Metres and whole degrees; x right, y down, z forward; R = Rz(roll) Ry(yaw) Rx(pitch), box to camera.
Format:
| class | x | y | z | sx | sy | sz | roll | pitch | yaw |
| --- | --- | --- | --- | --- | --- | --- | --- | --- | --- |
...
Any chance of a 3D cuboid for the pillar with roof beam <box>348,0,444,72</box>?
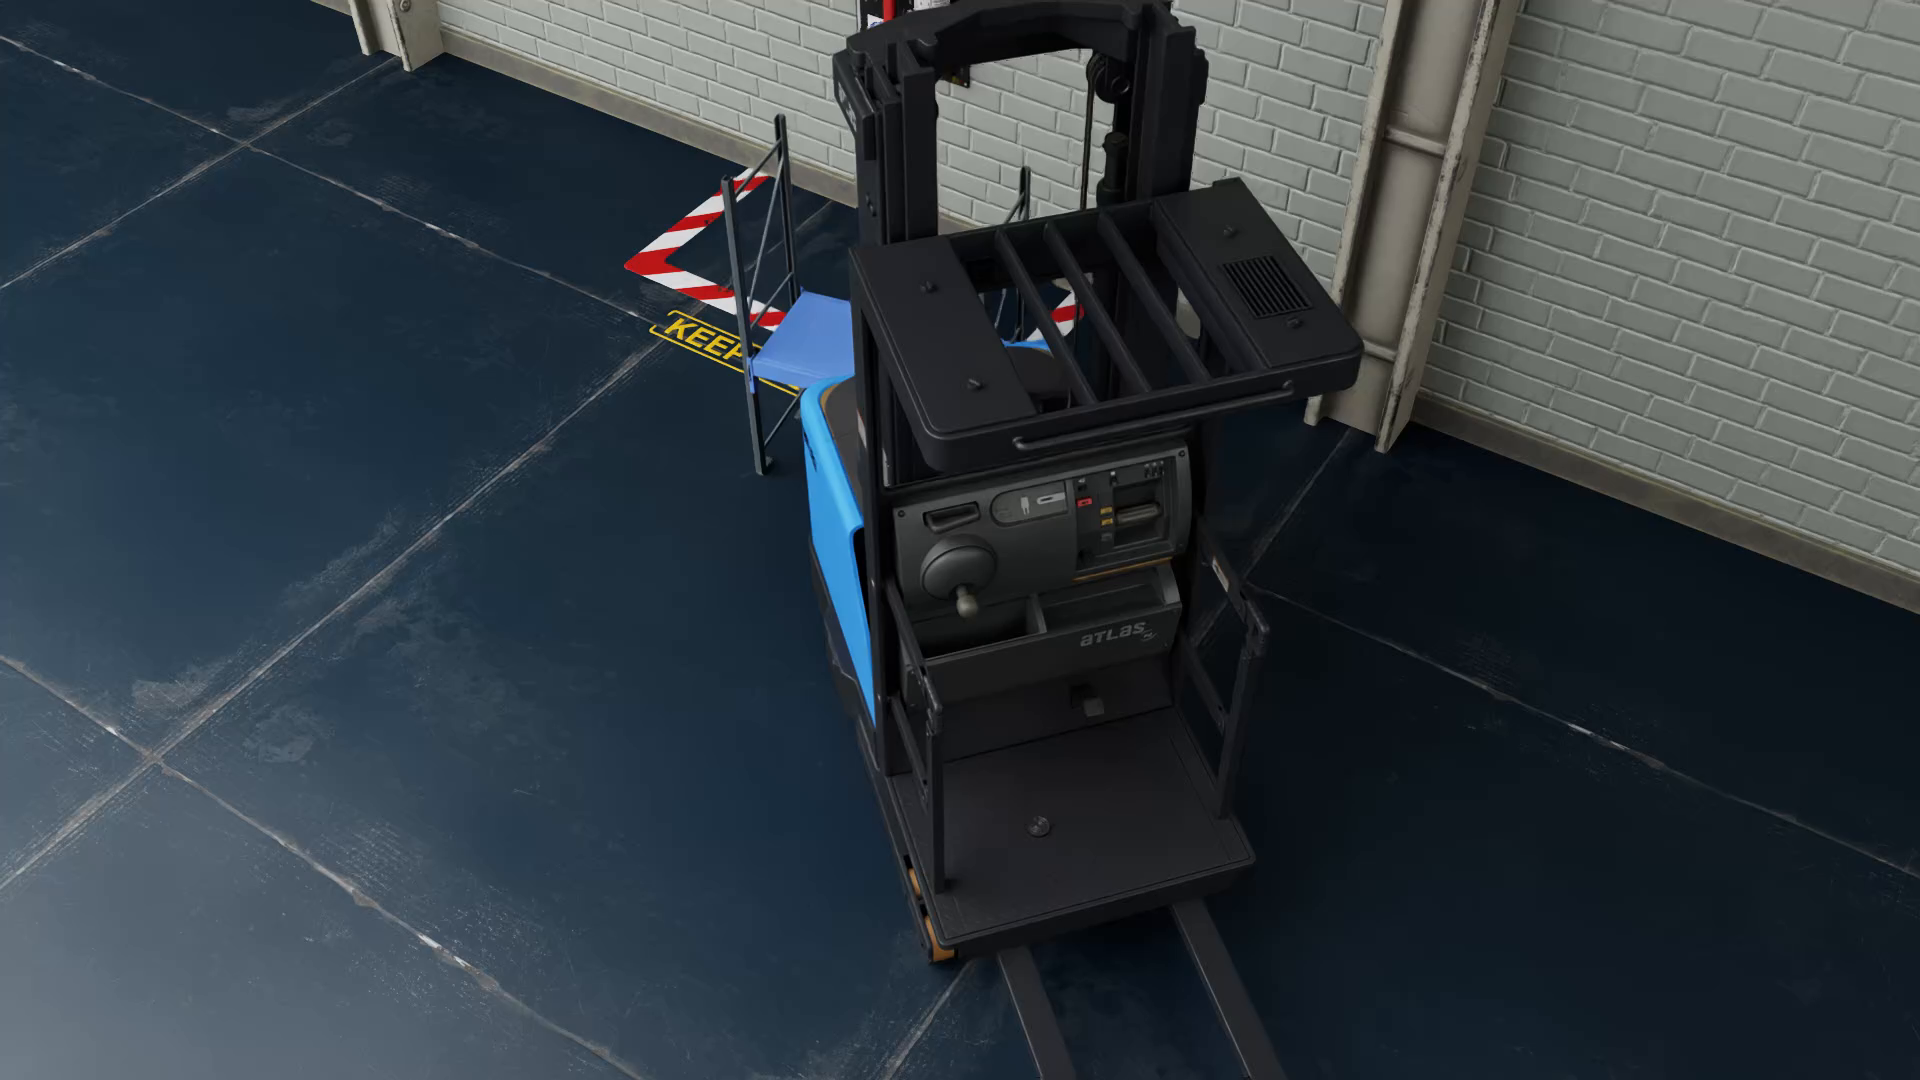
| class | x | y | z | sx | sy | sz | roll | pitch | yaw |
| --- | --- | --- | --- | --- | --- | --- | --- | --- | --- |
| pillar with roof beam | -5.580 | -3.409 | 4.010 | 0.400 | 9.000 | 9.100 | 25 | 51 | 22 |

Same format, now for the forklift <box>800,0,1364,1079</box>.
| class | x | y | z | sx | sy | sz | roll | pitch | yaw |
| --- | --- | --- | --- | --- | --- | --- | --- | --- | --- |
| forklift | 0.321 | 0.067 | 4.863 | 1.130 | 2.935 | 3.031 | -12 | 47 | -12 |

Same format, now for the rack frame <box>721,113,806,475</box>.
| class | x | y | z | sx | sy | sz | roll | pitch | yaw |
| --- | --- | --- | --- | --- | --- | --- | --- | --- | --- |
| rack frame | -0.786 | -0.976 | 6.874 | 0.032 | 1.500 | 0.500 | 15 | 48 | 14 |

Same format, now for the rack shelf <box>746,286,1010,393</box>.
| class | x | y | z | sx | sy | sz | roll | pitch | yaw |
| --- | --- | --- | --- | --- | --- | --- | --- | --- | --- |
| rack shelf | -0.311 | -0.719 | 6.876 | 1.000 | 0.185 | 0.538 | 15 | 48 | 14 |

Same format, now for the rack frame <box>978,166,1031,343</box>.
| class | x | y | z | sx | sy | sz | roll | pitch | yaw |
| --- | --- | --- | --- | --- | --- | --- | --- | --- | --- |
| rack frame | 0.163 | -0.714 | 6.620 | 0.032 | 1.500 | 0.500 | 15 | 48 | 14 |

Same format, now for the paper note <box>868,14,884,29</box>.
| class | x | y | z | sx | sy | sz | roll | pitch | yaw |
| --- | --- | --- | --- | --- | --- | --- | --- | --- | --- |
| paper note | -0.376 | -2.377 | 7.805 | 0.142 | 0.148 | 0.016 | 25 | 51 | 22 |

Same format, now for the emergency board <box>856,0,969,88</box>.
| class | x | y | z | sx | sy | sz | roll | pitch | yaw |
| --- | --- | --- | --- | --- | --- | --- | --- | --- | --- |
| emergency board | -0.265 | -2.574 | 7.382 | 0.643 | 1.169 | 0.194 | 25 | 51 | 22 |

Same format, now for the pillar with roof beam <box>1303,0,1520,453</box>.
| class | x | y | z | sx | sy | sz | roll | pitch | yaw |
| --- | --- | --- | --- | --- | --- | --- | --- | --- | --- |
| pillar with roof beam | -0.529 | -1.086 | 1.753 | 0.400 | 9.000 | 9.100 | 25 | 51 | 22 |

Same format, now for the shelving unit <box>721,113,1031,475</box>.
| class | x | y | z | sx | sy | sz | roll | pitch | yaw |
| --- | --- | --- | --- | --- | --- | --- | --- | --- | --- |
| shelving unit | -0.311 | -0.845 | 6.747 | 1.048 | 1.500 | 0.538 | 15 | 48 | 14 |
